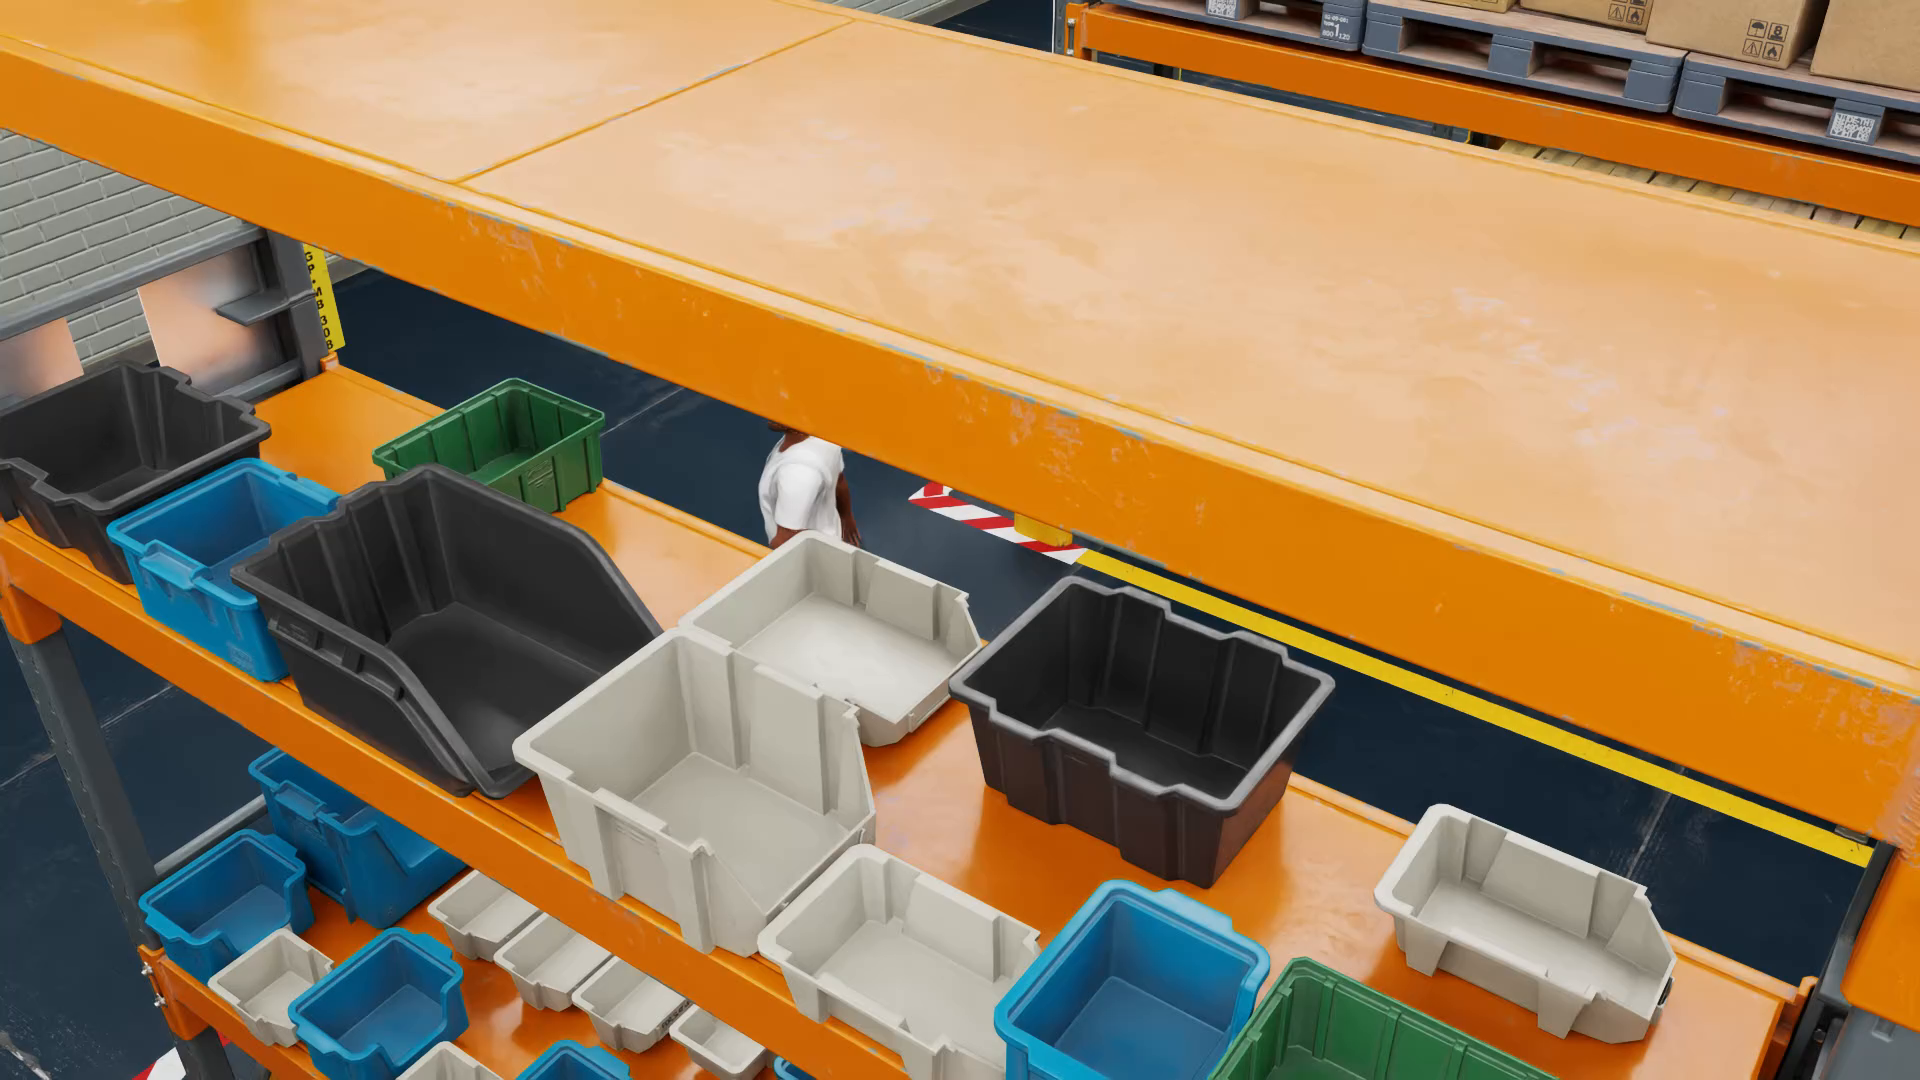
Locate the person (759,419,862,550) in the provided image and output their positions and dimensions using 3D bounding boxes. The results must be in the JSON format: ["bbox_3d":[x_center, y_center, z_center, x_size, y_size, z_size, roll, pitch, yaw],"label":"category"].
[{"bbox_3d":[-0.740,0.030,7.251,1.090,1.708,0.610,-1,34,-2],"label":"person"}]
